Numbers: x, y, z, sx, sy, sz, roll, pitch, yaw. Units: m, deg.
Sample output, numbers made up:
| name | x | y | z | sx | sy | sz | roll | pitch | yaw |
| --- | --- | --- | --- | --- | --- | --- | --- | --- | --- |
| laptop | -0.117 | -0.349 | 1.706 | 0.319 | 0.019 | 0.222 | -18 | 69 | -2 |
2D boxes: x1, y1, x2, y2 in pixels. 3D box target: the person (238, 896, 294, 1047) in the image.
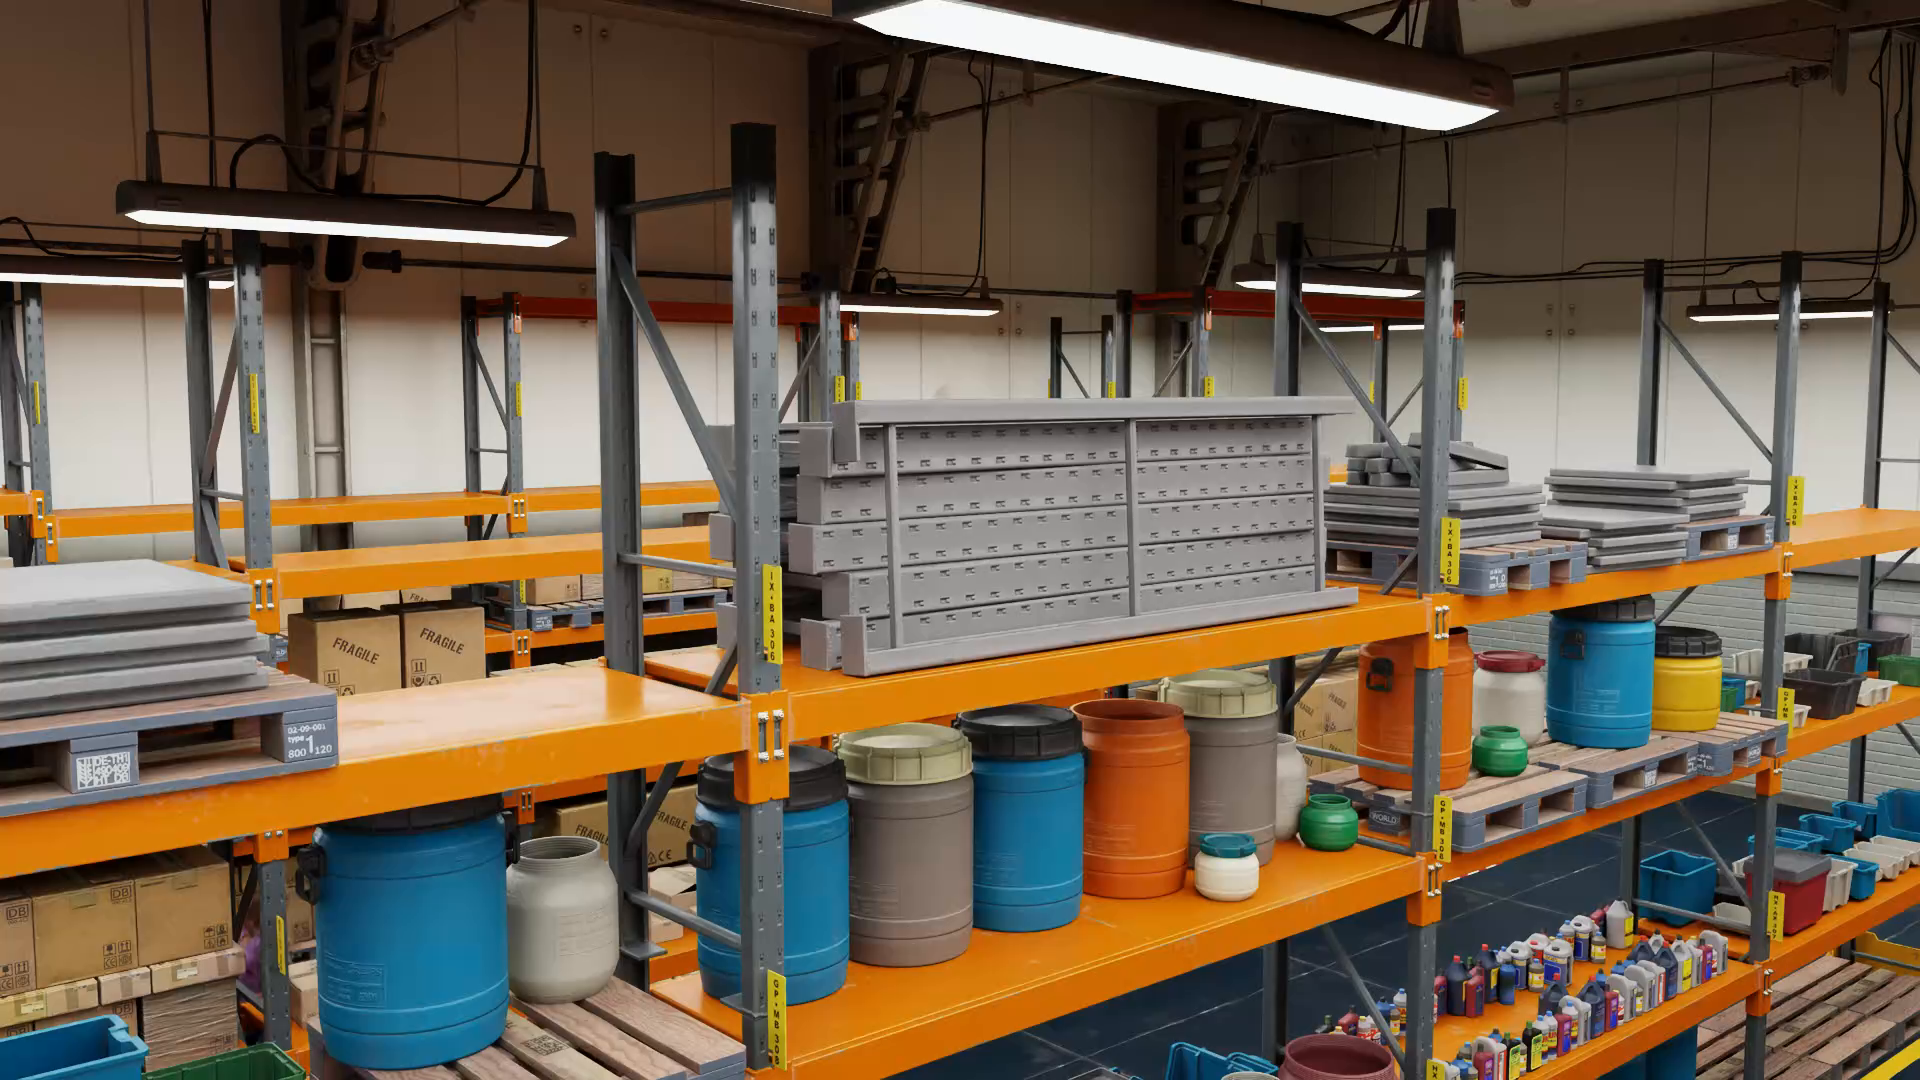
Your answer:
| name | x | y | z | sx | sy | sz | roll | pitch | yaw |
| --- | --- | --- | --- | --- | --- | --- | --- | --- | --- |
| person | -4.930 | 3.287 | 11.786 | 0.535 | 1.575 | 0.664 | 4 | 7 | 36 |
